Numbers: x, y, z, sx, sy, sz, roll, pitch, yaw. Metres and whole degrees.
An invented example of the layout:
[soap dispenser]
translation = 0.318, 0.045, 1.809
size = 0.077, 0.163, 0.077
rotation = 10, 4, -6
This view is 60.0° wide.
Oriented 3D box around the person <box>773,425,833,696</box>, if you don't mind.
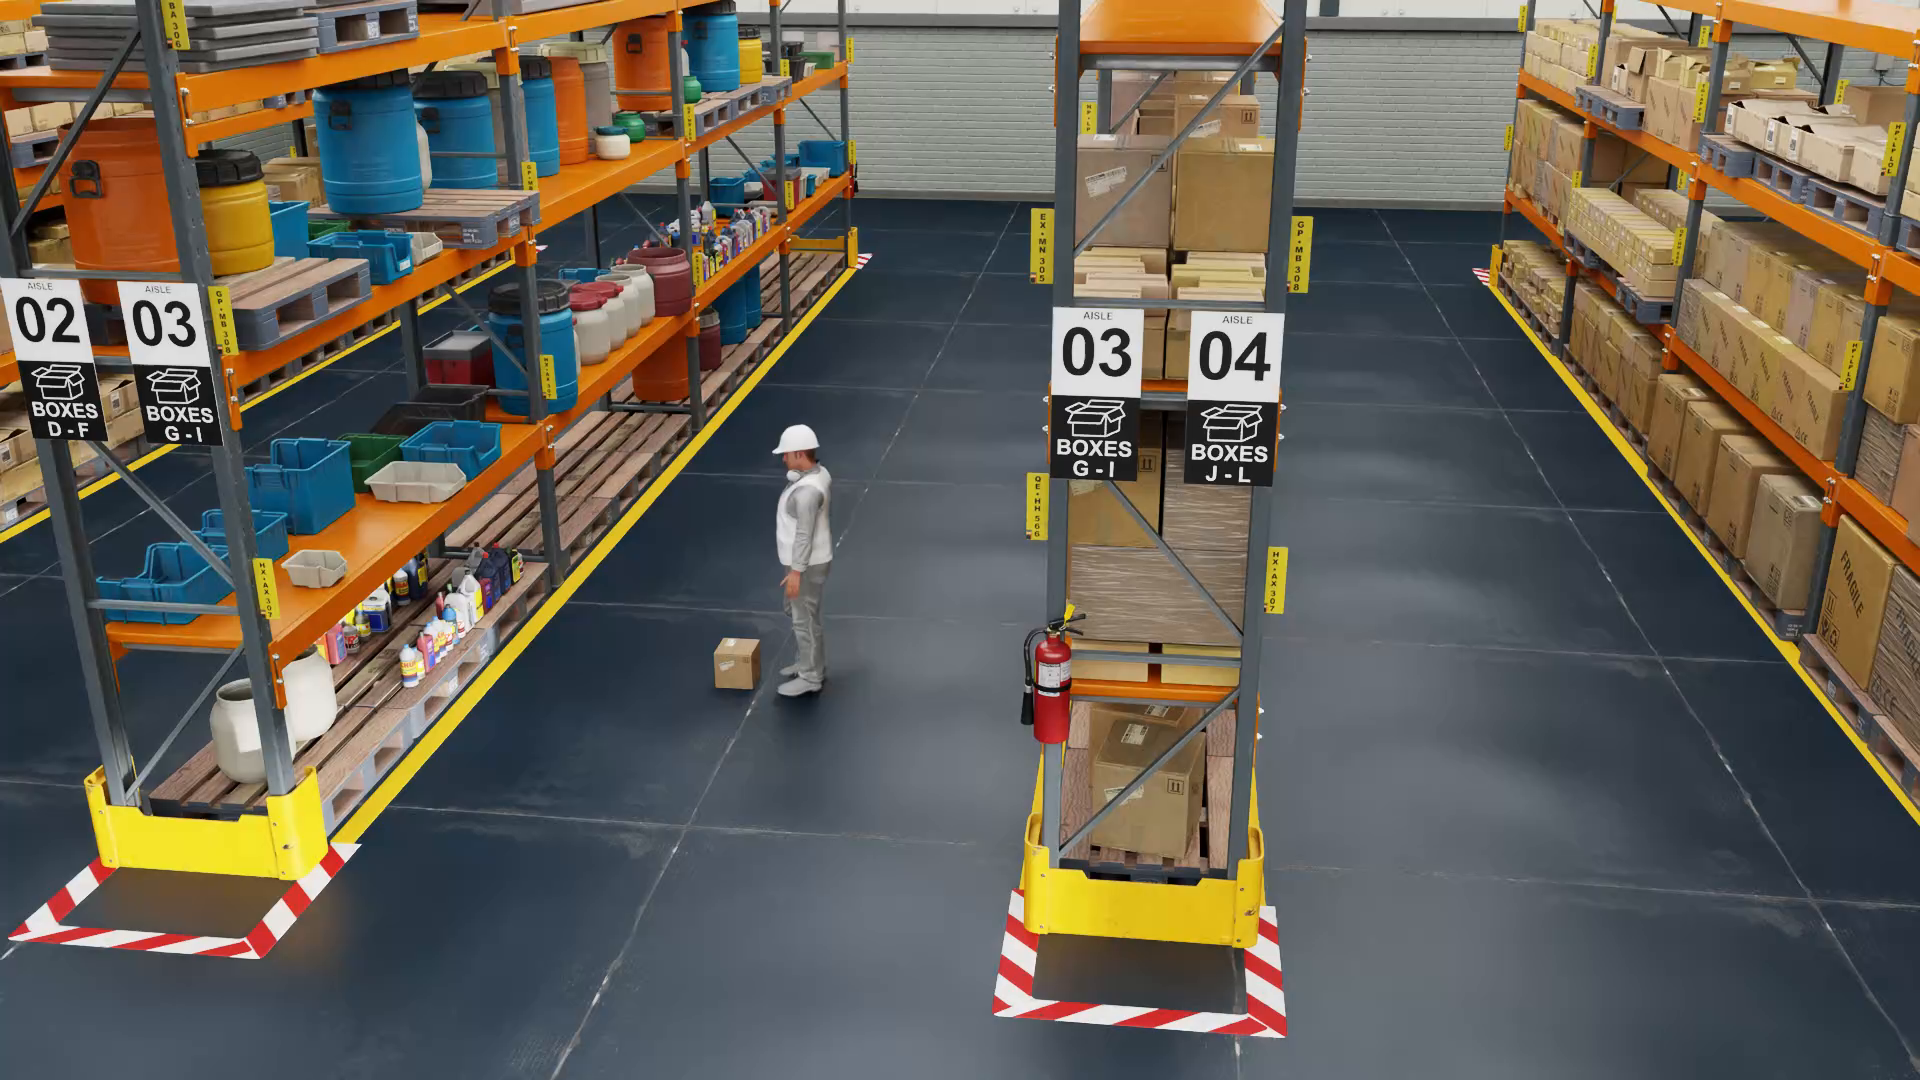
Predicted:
[person]
translation = -1.010, 0.144, 10.679
size = 0.397, 1.813, 0.602
rotation = -1, 21, -2
